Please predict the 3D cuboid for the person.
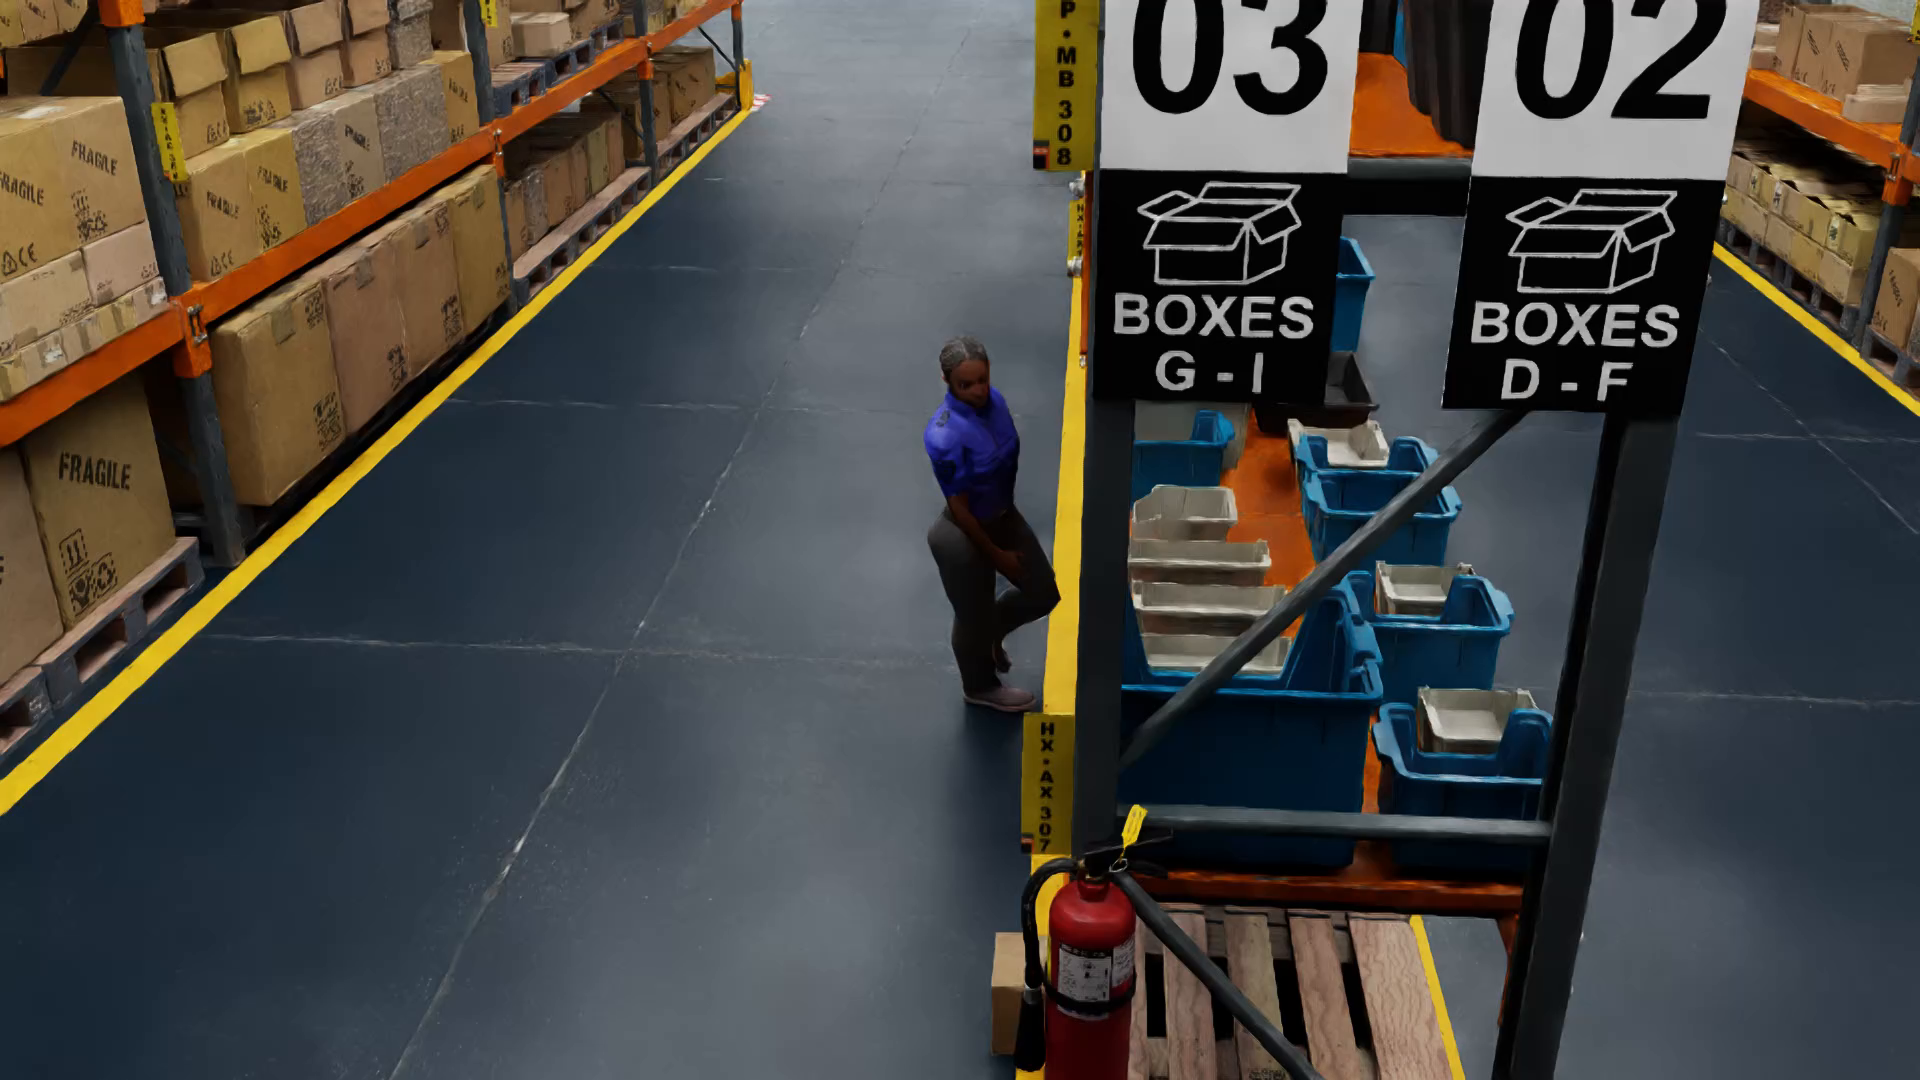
[{"bbox_3d":[0.109,-0.037,6.187,0.470,1.613,0.663,14,28,27],"label":"person"}]
